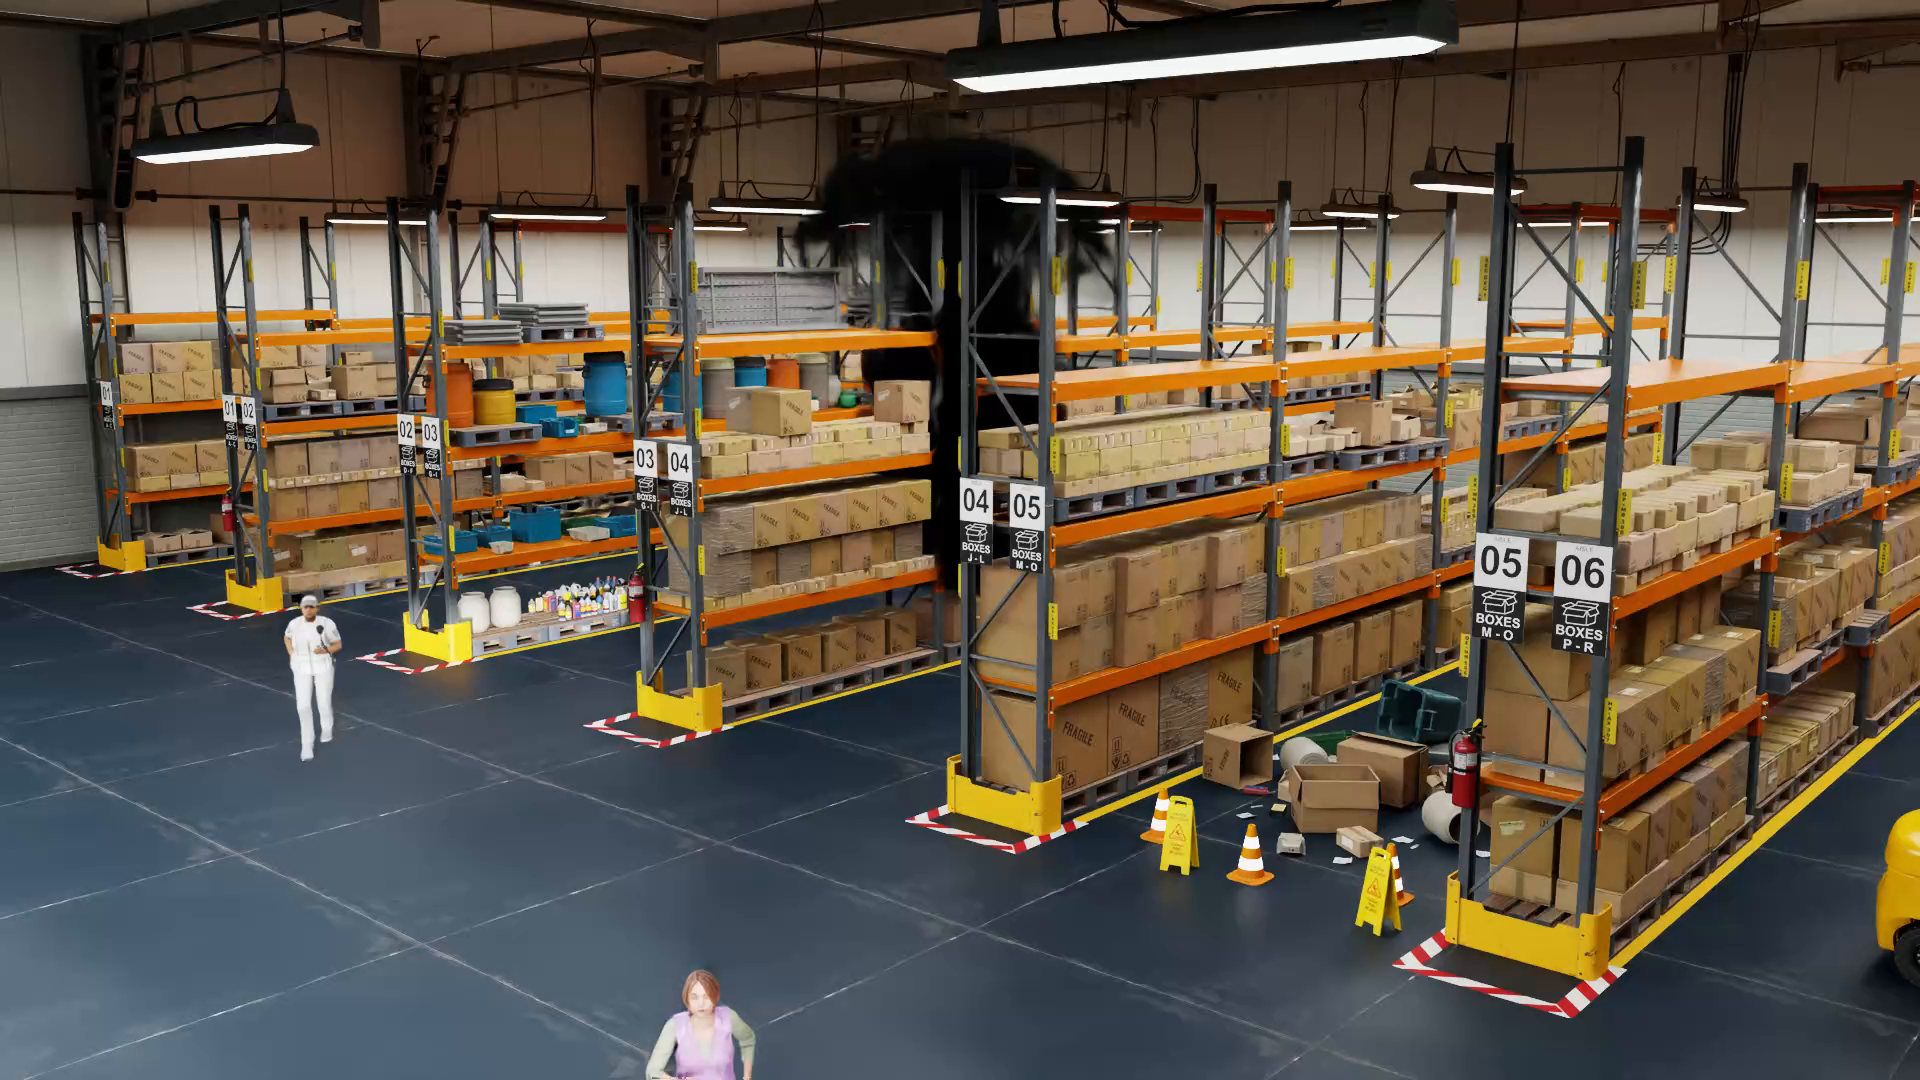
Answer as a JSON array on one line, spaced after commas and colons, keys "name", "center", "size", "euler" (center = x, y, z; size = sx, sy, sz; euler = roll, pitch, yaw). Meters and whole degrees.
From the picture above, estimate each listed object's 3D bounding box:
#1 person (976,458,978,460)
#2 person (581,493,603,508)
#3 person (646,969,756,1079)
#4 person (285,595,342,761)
[{"name": "person", "center": [0.426, -1.468, 35.056], "size": [0.568, 1.717, 0.770], "euler": [7, 12, 37]}, {"name": "person", "center": [-6.979, -0.825, 31.583], "size": [0.470, 1.551, 0.578], "euler": [7, 12, 35]}, {"name": "person", "center": [-1.327, 2.961, 8.595], "size": [0.568, 1.587, 0.852], "euler": [-2, 10, -10]}, {"name": "person", "center": [-6.866, 1.420, 17.694], "size": [0.589, 1.712, 0.787], "euler": [-3, 10, -17]}]
